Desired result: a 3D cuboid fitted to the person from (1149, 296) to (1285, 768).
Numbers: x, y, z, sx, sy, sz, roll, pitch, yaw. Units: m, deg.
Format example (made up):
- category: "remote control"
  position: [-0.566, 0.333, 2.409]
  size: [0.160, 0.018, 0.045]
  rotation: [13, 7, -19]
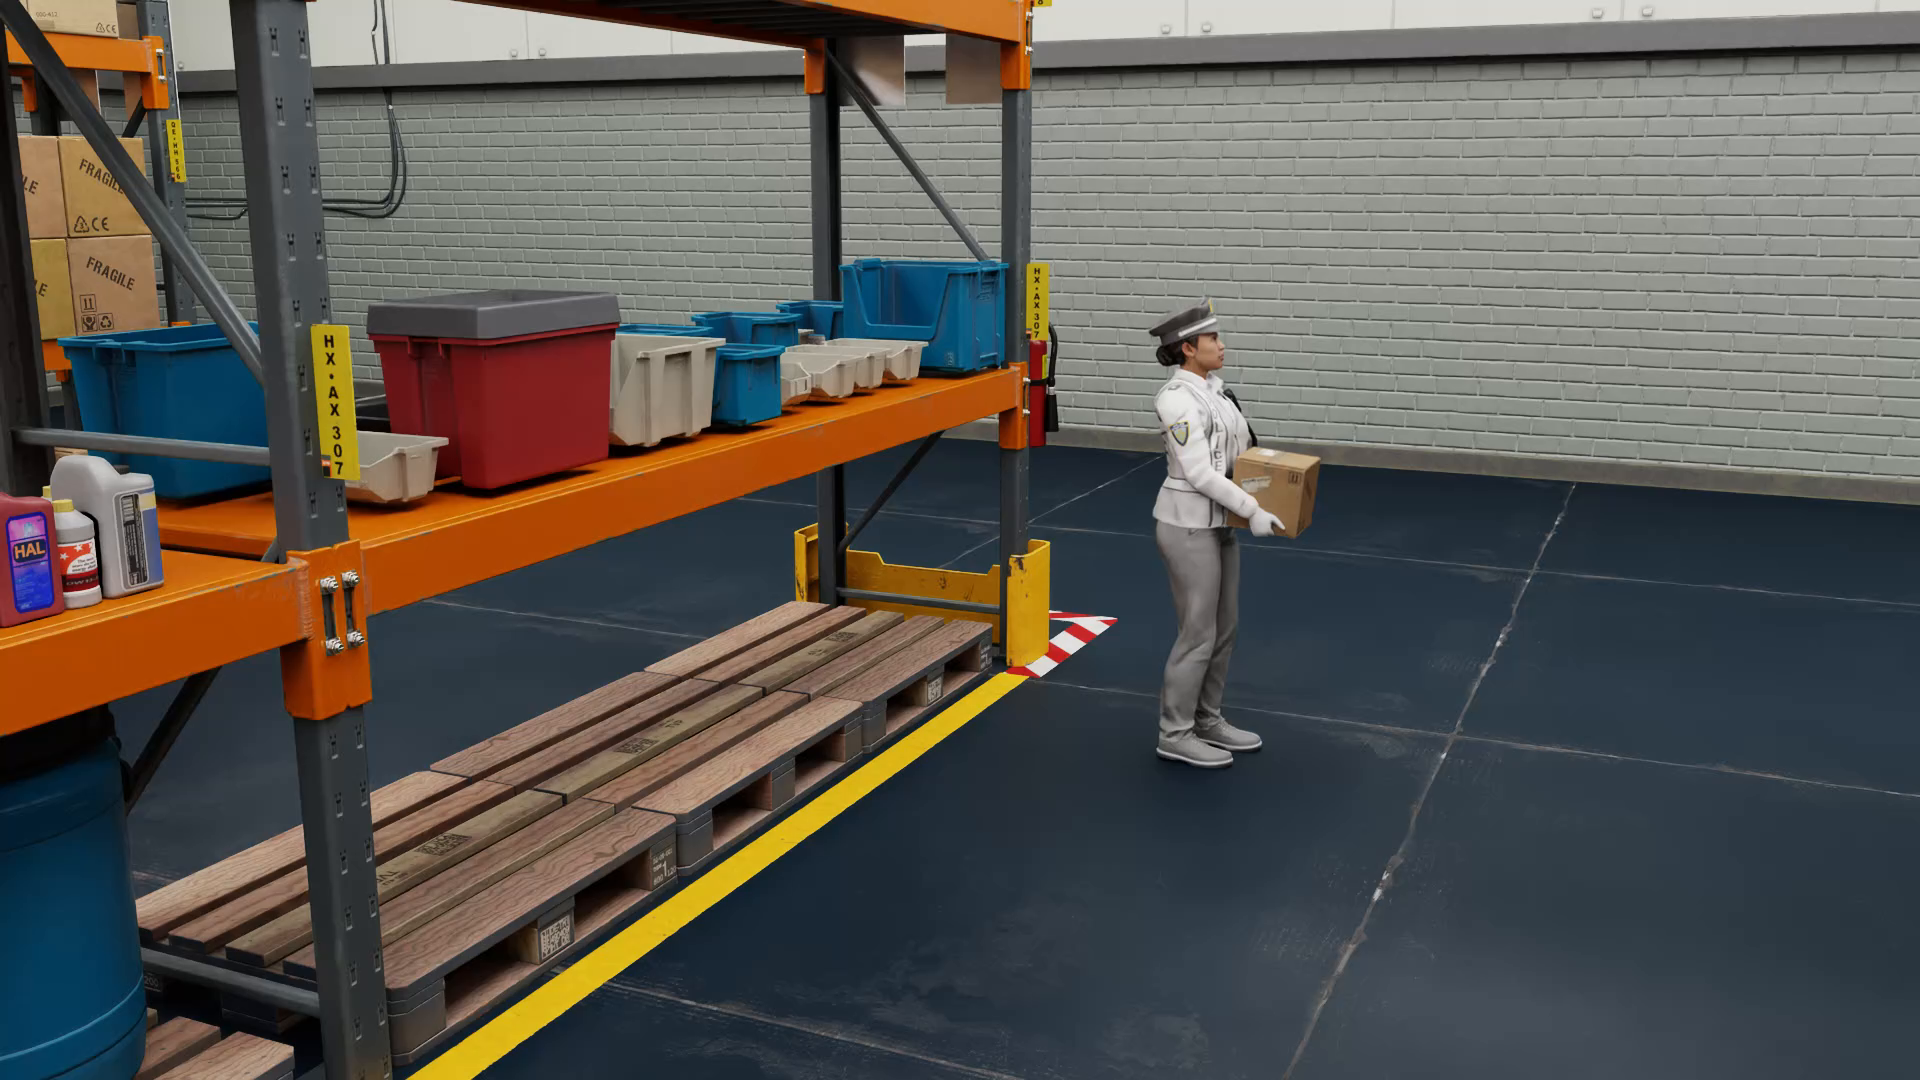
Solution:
- category: "person"
  position: [0.938, -0.032, 6.047]
  size: [0.554, 1.688, 0.463]
  rotation: [5, 13, 23]
